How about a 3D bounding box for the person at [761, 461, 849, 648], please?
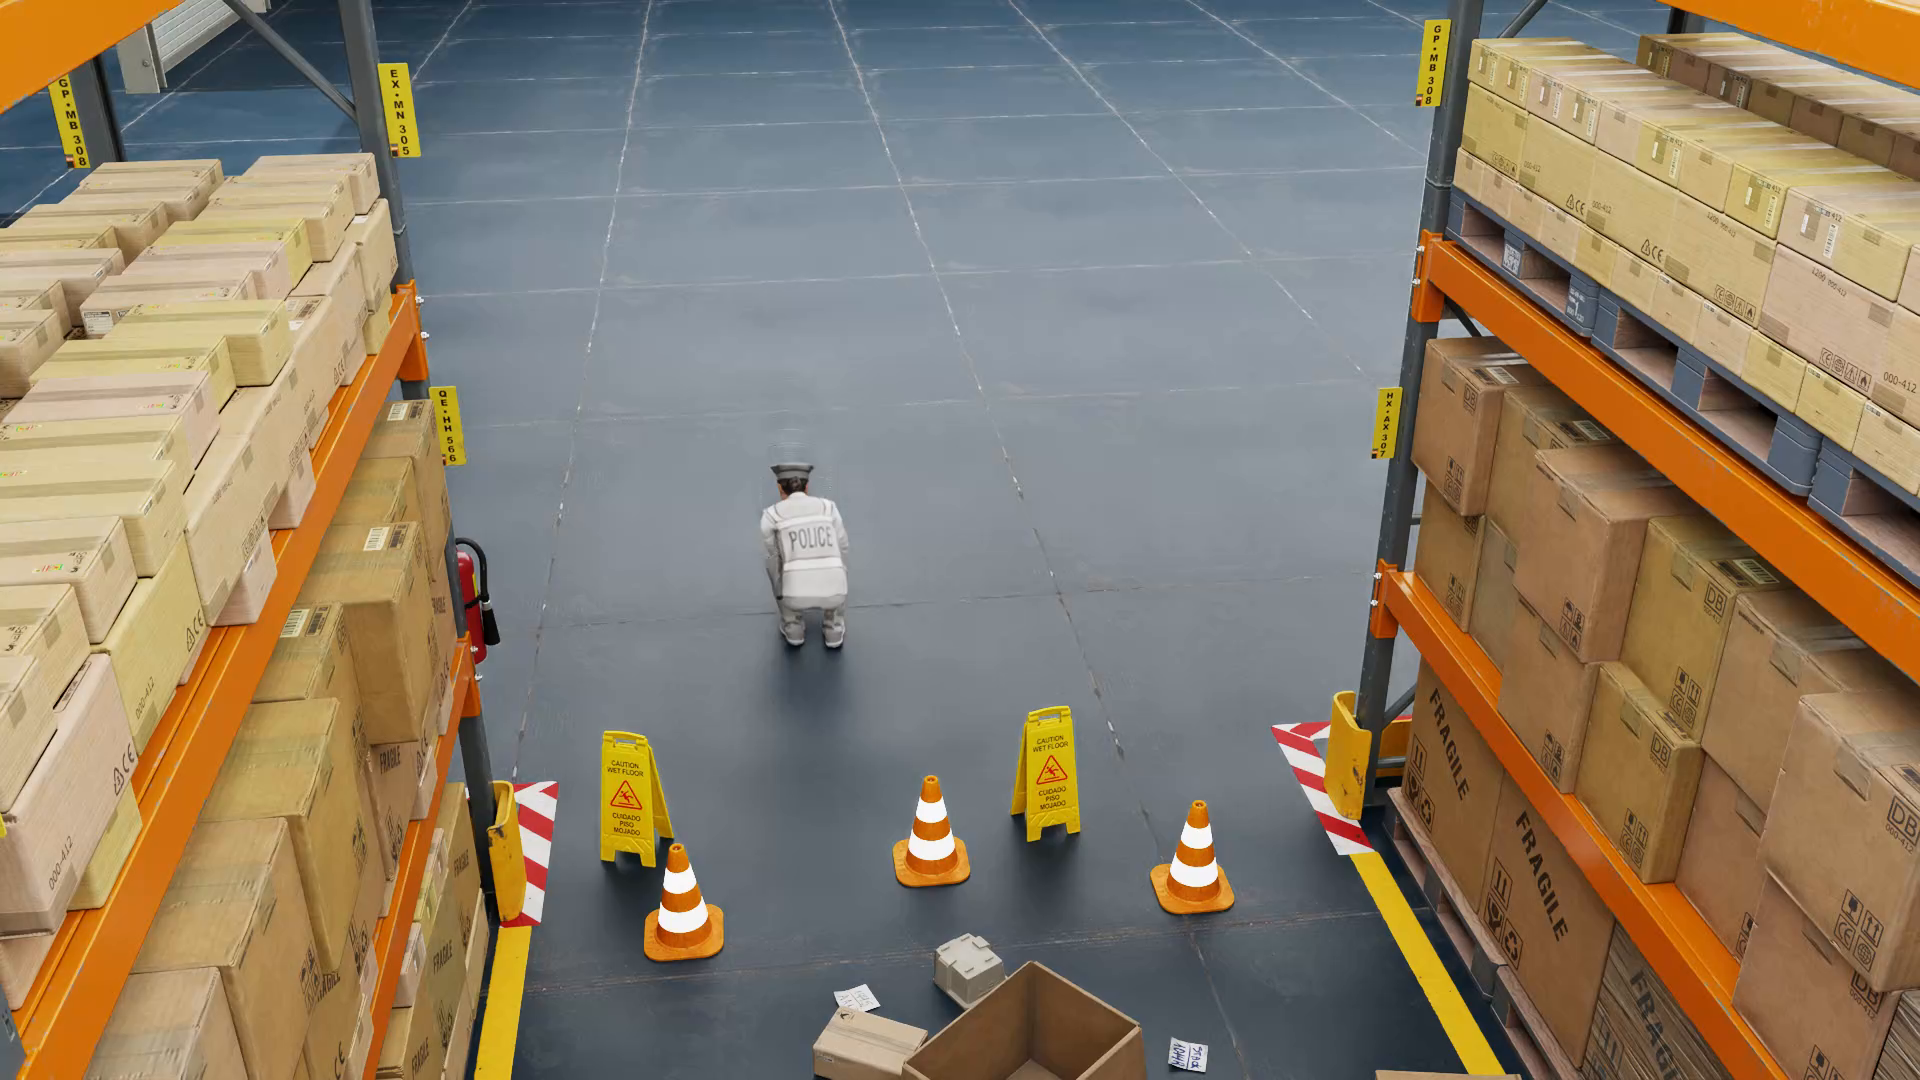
[{"bbox_3d":[-0.850,0.071,9.261,0.490,0.964,0.821,-4,28,-7],"label":"person"}]
